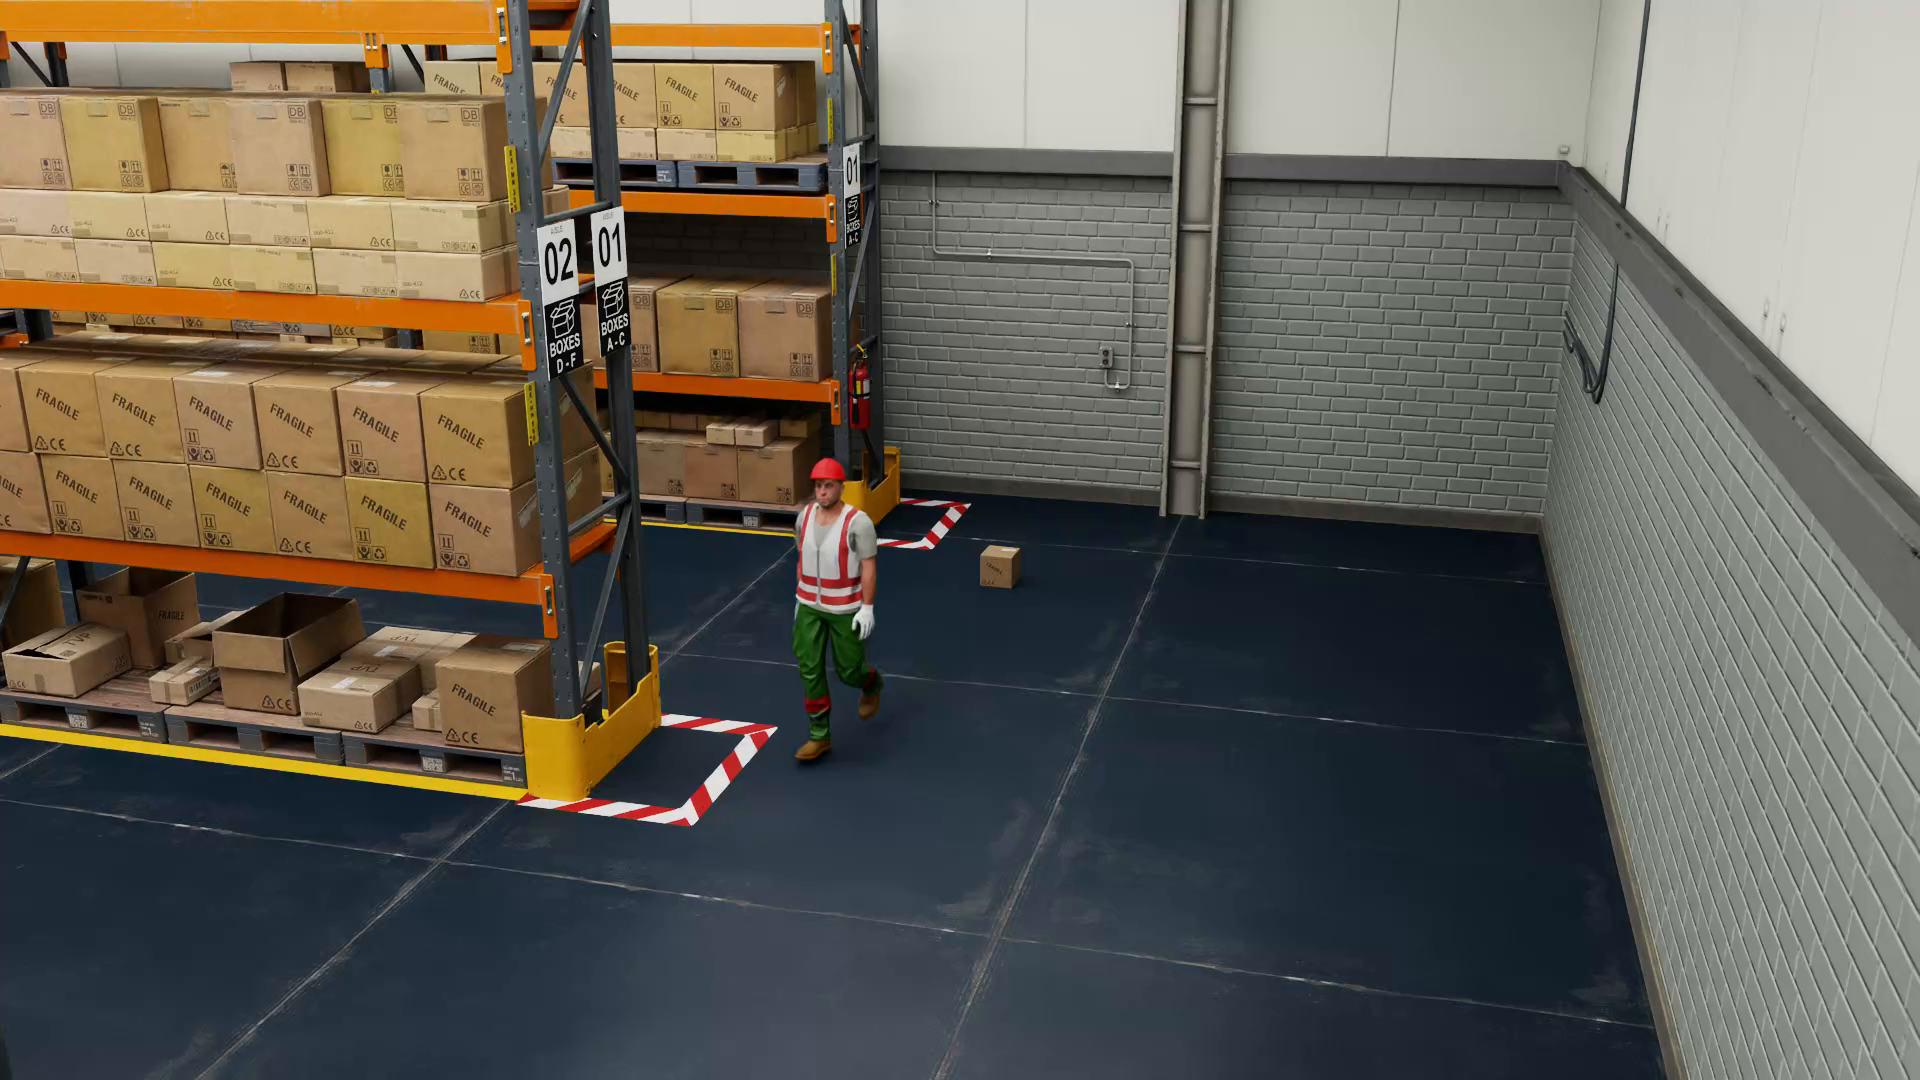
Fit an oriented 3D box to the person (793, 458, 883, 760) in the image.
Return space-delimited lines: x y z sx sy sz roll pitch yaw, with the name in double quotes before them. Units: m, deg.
"person" -0.737 0.377 9.825 0.551 1.770 0.789 8 20 22
